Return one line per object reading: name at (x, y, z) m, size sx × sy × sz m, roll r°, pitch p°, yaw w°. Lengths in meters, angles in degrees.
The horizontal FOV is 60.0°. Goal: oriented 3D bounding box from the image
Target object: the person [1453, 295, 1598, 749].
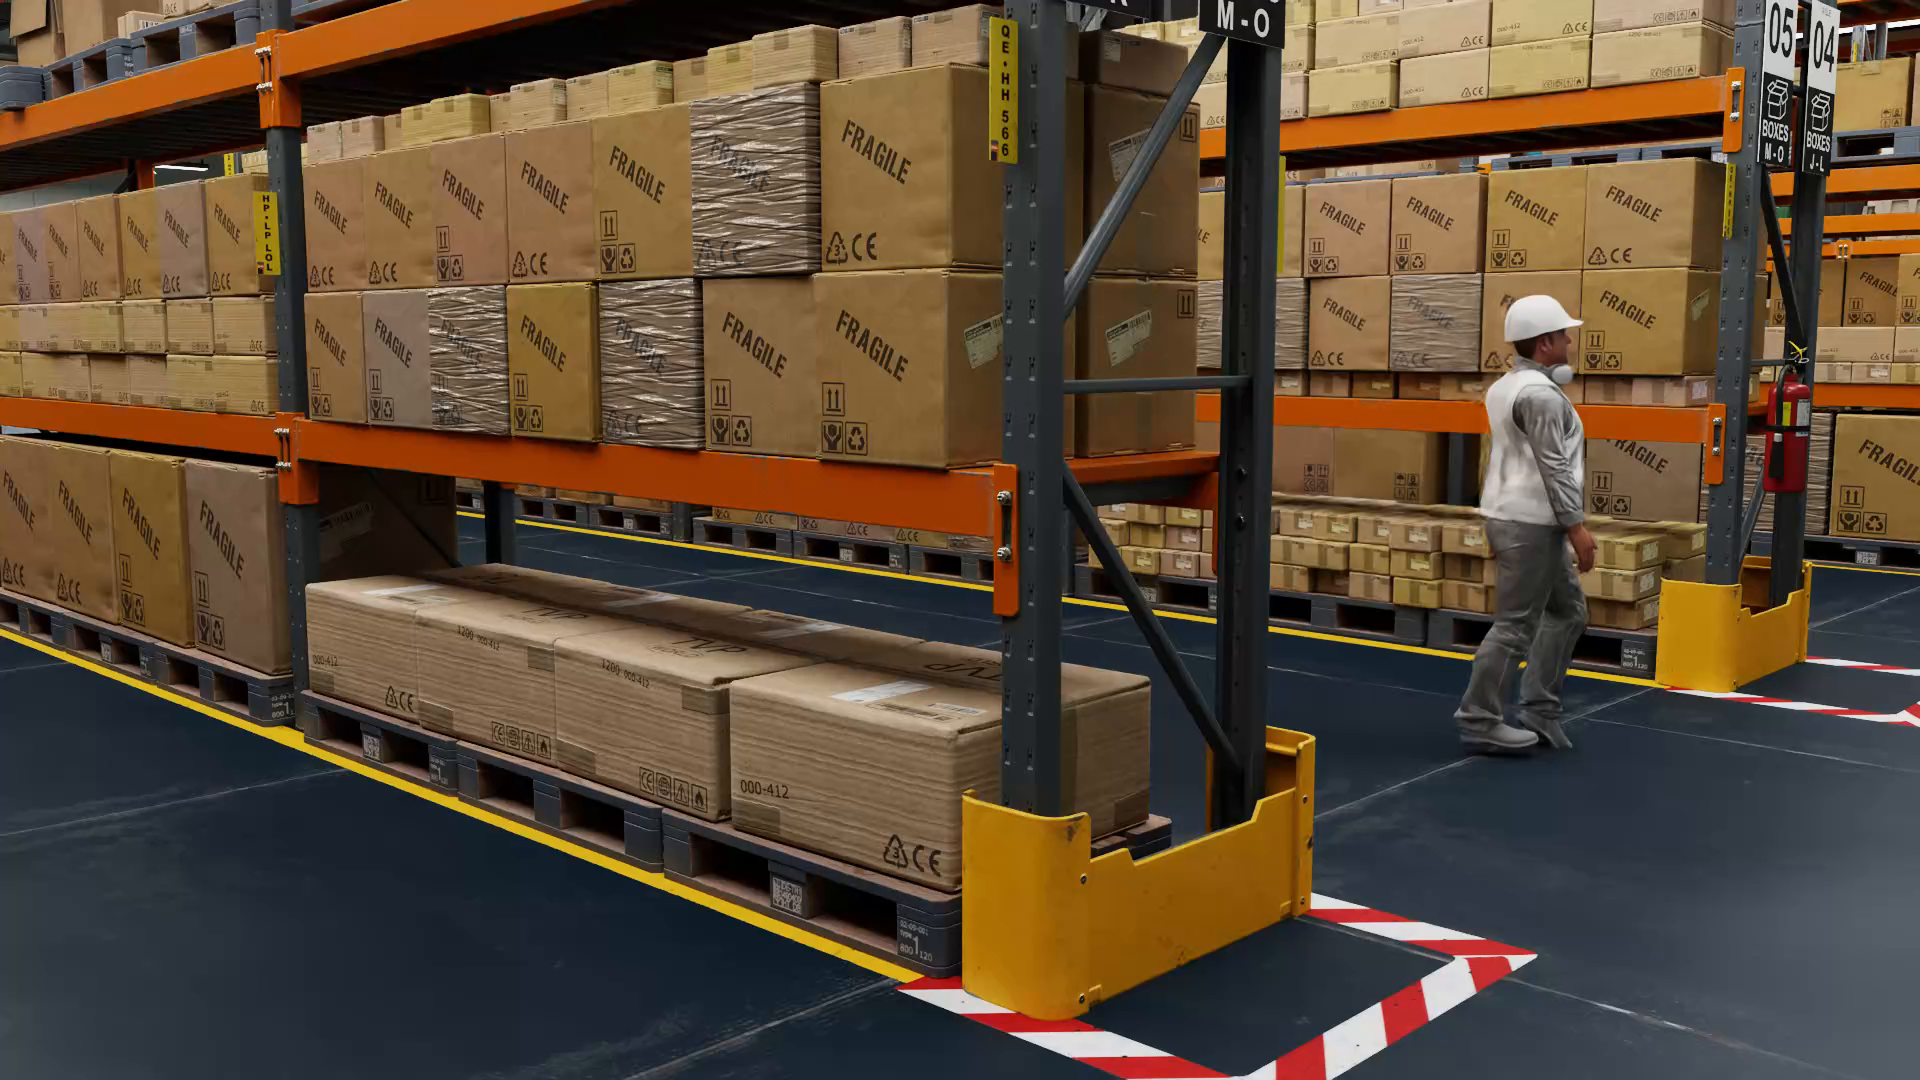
person at (2.222, -0.022, 6.490) m, size 0.541 × 1.846 × 0.567 m, roll 1°, pitch 7°, yaw 5°
